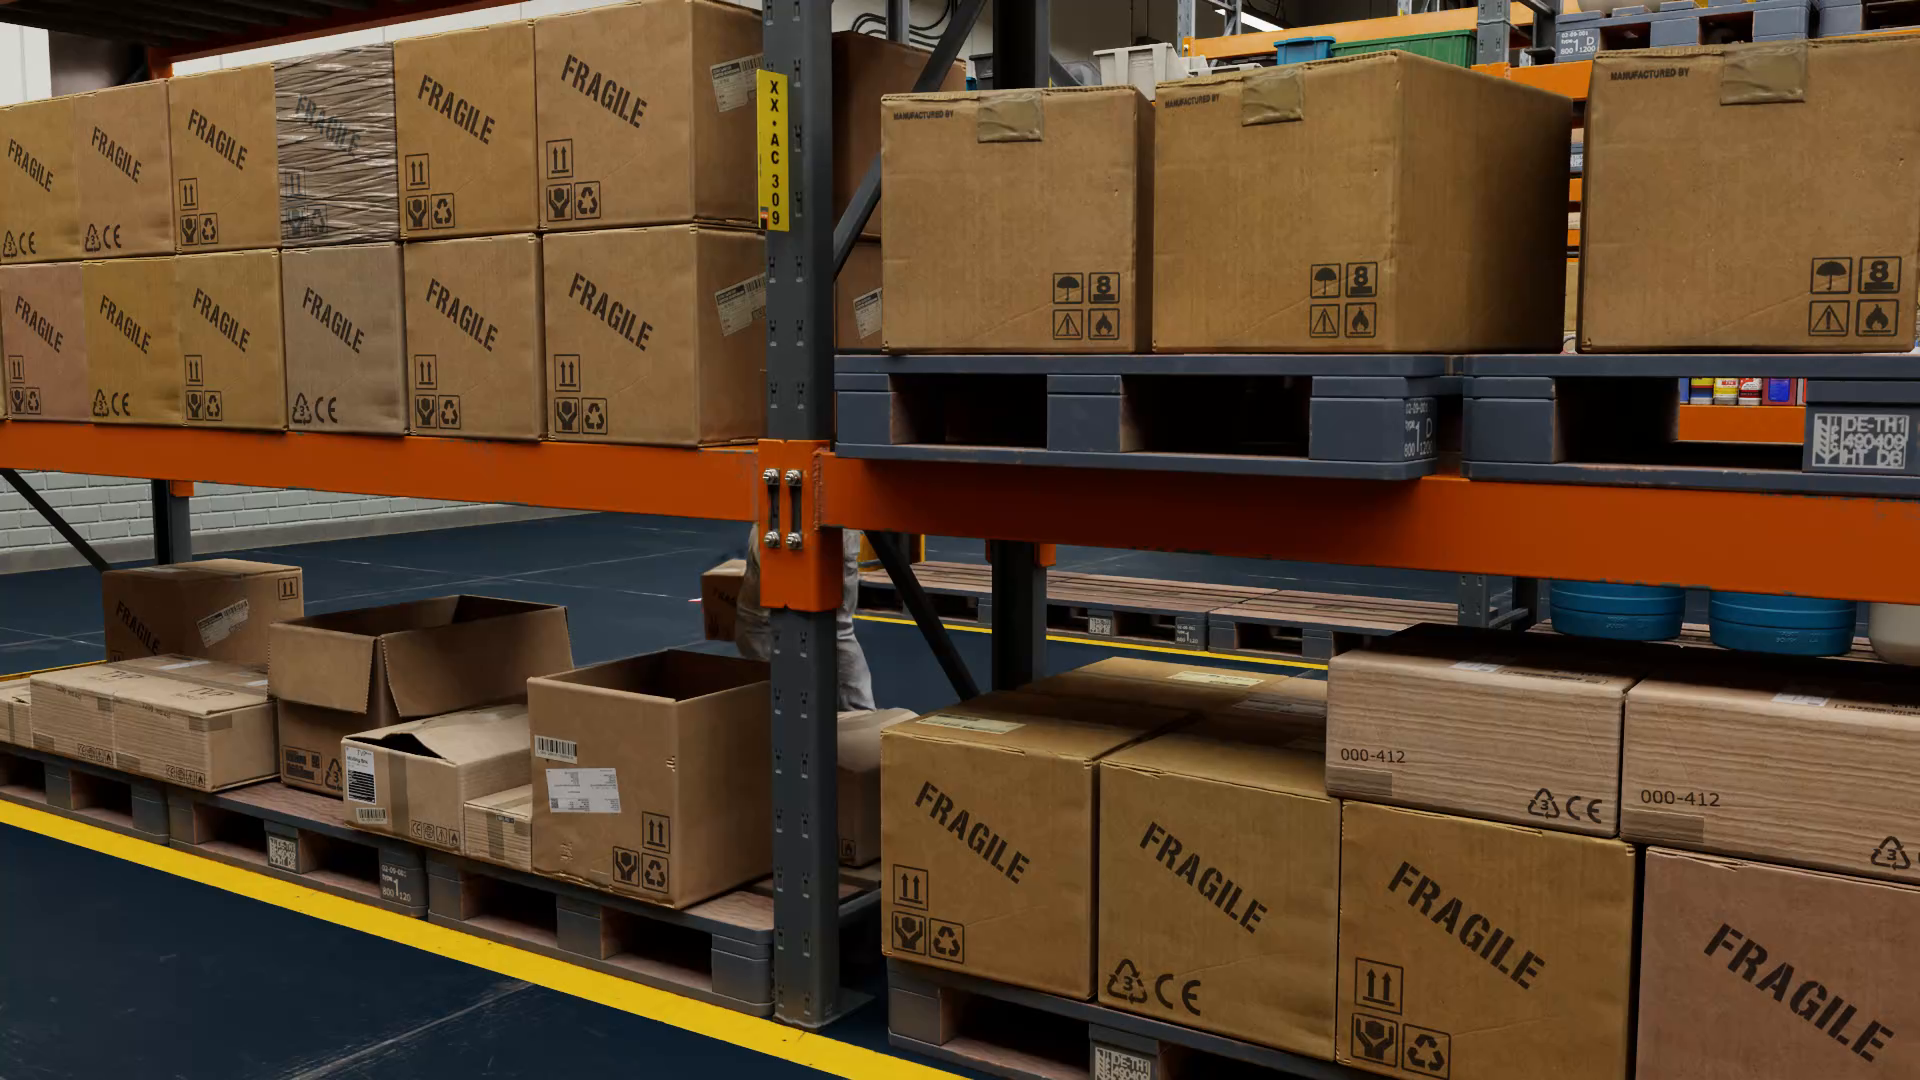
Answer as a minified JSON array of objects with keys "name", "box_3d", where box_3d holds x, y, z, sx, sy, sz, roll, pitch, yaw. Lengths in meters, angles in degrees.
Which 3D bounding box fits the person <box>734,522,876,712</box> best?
[{"name":"person","box_3d":[-0.585,-0.039,6.051,0.509,1.771,0.646,5,8,36]}]
